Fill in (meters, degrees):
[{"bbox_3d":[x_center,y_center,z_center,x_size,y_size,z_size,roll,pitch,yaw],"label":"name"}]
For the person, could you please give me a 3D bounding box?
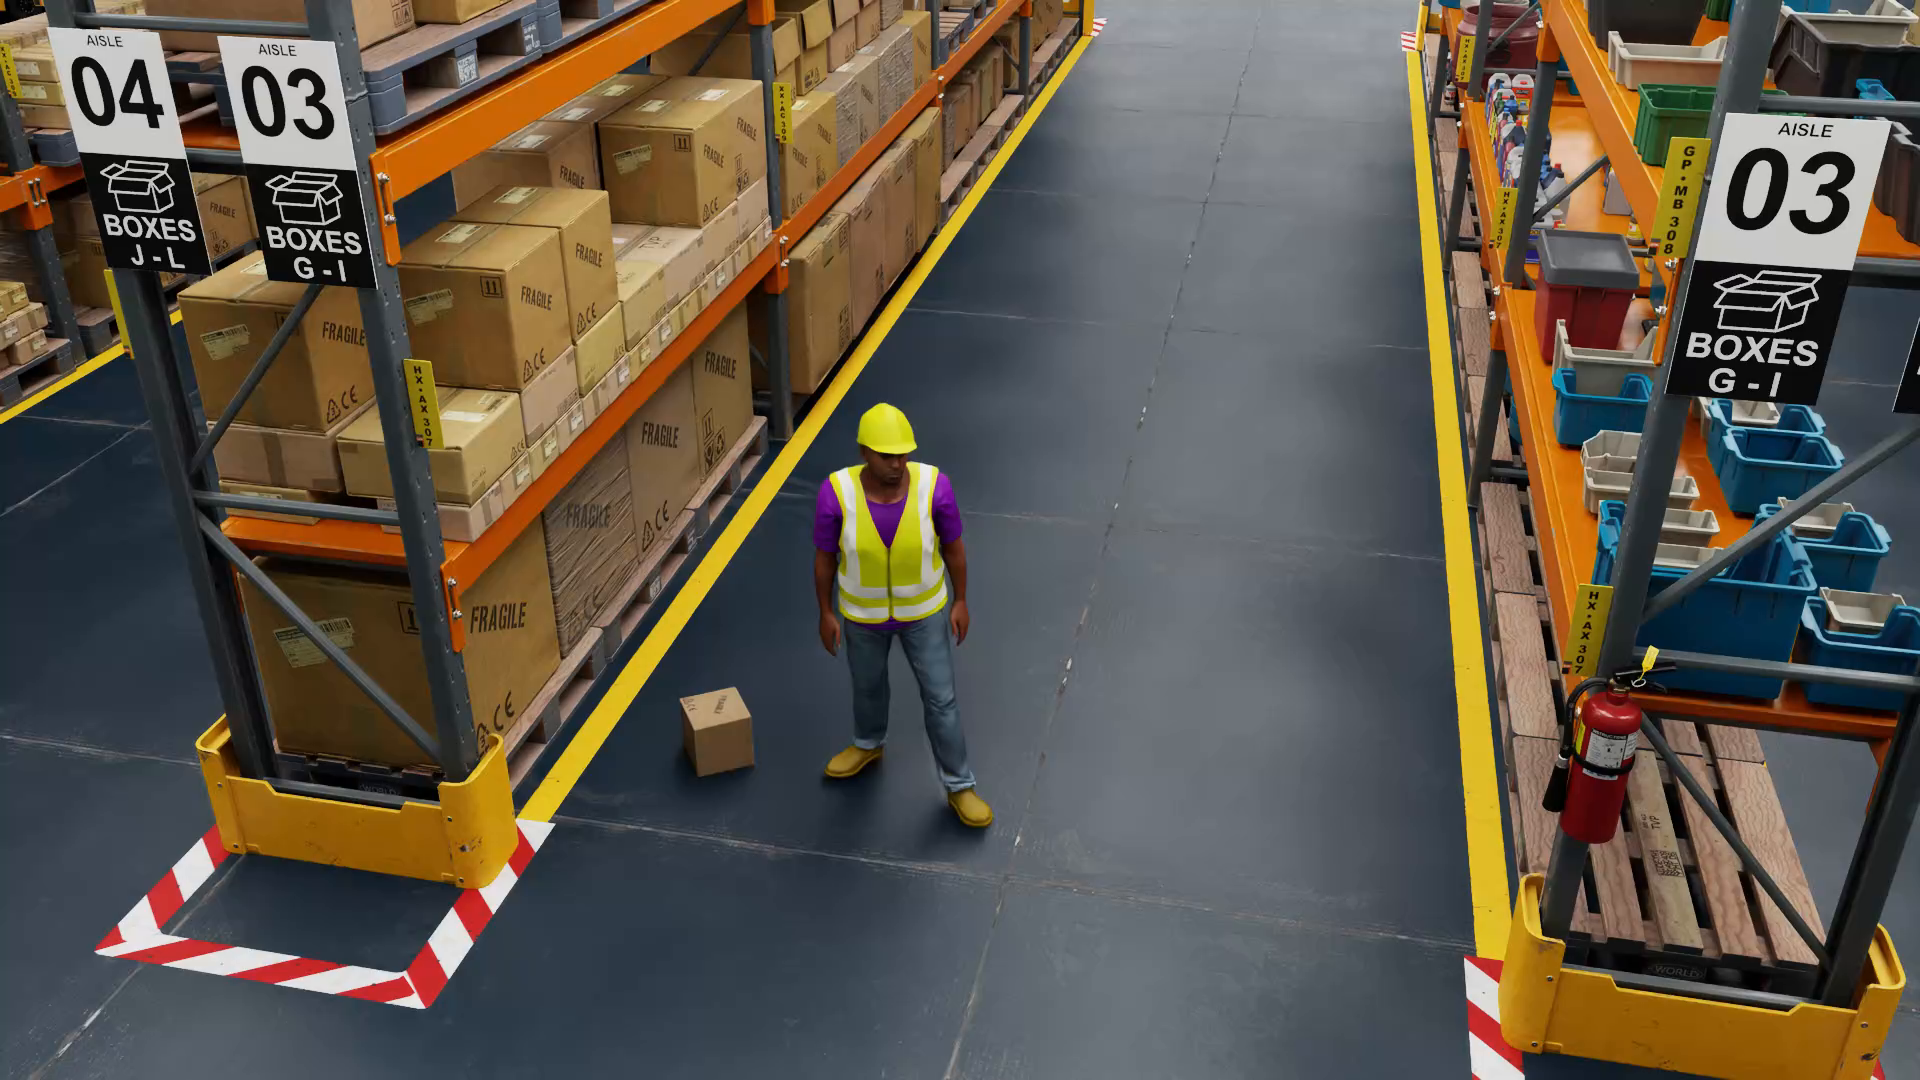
[{"bbox_3d":[-0.220,0.284,6.537,0.700,1.749,0.646,-1,29,-1],"label":"person"}]
